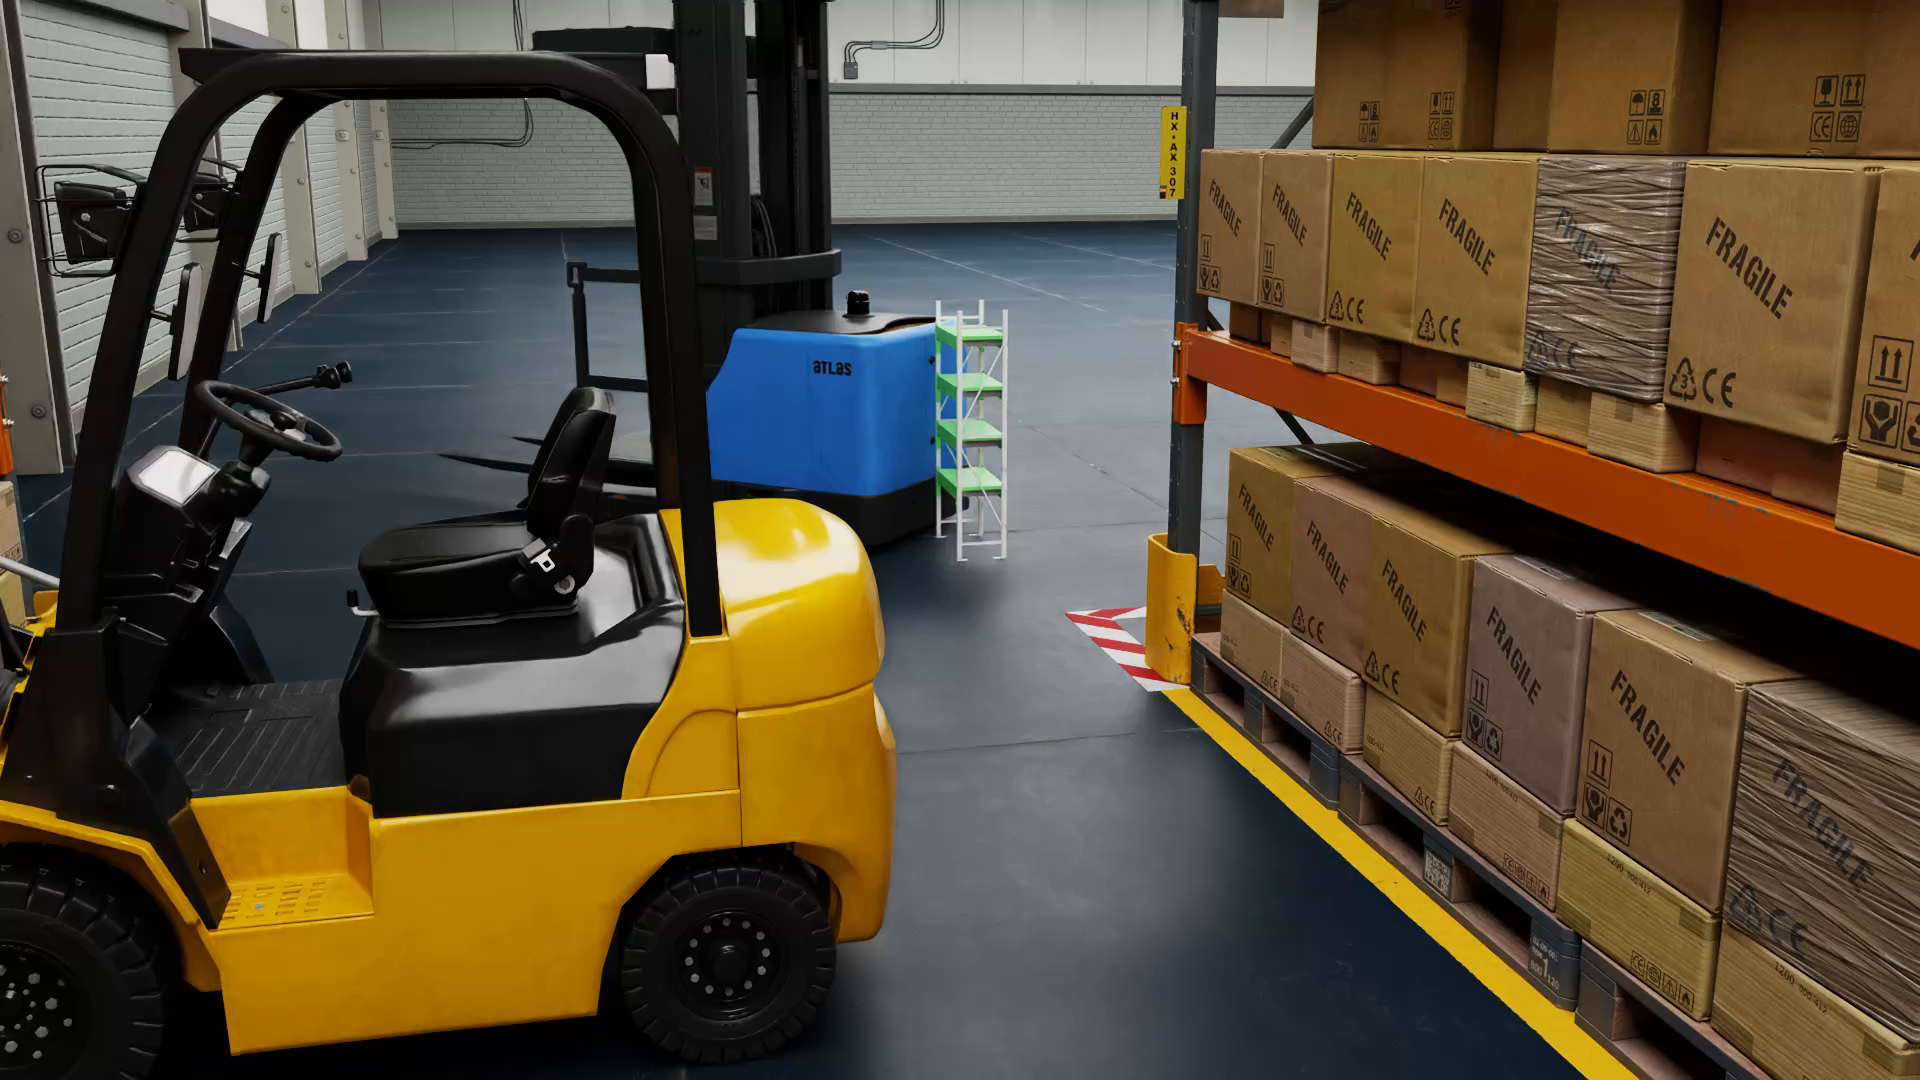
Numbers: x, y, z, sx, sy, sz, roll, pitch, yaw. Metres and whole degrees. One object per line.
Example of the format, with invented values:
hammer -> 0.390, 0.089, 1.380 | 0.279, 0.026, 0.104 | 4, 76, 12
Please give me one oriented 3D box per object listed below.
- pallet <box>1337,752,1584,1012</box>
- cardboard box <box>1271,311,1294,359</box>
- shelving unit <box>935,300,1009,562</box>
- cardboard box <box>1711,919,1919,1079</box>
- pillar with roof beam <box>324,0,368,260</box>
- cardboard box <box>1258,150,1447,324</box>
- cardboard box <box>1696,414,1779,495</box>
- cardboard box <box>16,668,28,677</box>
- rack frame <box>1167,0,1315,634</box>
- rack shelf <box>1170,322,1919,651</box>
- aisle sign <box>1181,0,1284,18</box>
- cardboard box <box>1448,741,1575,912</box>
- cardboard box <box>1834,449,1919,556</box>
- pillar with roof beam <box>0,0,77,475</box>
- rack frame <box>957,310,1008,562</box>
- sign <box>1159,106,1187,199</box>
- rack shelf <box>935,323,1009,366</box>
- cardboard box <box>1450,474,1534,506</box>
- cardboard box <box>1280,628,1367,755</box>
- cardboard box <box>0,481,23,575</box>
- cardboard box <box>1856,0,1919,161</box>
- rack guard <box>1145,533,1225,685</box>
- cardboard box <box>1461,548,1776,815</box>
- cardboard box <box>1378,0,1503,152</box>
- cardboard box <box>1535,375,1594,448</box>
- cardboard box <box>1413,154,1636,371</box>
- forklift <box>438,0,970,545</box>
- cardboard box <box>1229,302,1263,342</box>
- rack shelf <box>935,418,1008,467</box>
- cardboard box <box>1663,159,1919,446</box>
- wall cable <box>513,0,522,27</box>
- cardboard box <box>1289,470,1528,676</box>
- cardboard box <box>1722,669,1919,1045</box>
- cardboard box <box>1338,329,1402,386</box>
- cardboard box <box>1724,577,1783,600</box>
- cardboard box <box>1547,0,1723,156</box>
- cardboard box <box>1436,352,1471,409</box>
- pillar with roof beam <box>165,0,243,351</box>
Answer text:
pallet -> 1.755, 0.839, 4.548 | 1.003, 0.211, 1.213 | -3, 14, -13
cardboard box -> 1.233, -0.668, 5.371 | 0.380, 0.149, 0.250 | -4, 14, -15
shelving unit -> 0.052, -0.543, 8.120 | 0.258, 1.200, 0.503 | -3, 14, -12
cardboard box -> 1.837, 0.930, 3.210 | 0.500, 0.250, 0.500 | -3, 14, -11
pillar with roof beam -> -5.691, -9.206, 27.147 | 9.100, 9.000, 0.400 | -3, 14, -13
cardboard box -> 1.264, -0.952, 5.168 | 0.500, 0.500, 0.500 | -3, 14, -11
cardboard box -> 1.770, -0.196, 3.437 | 0.380, 0.149, 0.250 | -3, 14, -14
cardboard box -> -3.109, 0.497, 4.983 | 0.500, 0.250, 0.500 | -3, 14, -13
rack frame -> 1.297, -1.003, 6.214 | 1.000, 3.000, 0.127 | -3, 14, -13
rack shelf -> 1.767, -0.193, 4.411 | 1.077, 0.370, 4.000 | -3, 14, -13
aisle sign -> 0.982, -2.263, 5.893 | 0.394, 0.787, 0.004 | -3, 14, -13
cardboard box -> 1.587, 0.690, 4.192 | 0.500, 0.250, 0.500 | -3, 14, -12
cardboard box -> 1.800, -0.073, 2.934 | 0.380, 0.149, 0.250 | -3, 14, -12
pillar with roof beam -> -1.464, -5.053, 10.150 | 9.100, 9.000, 0.400 | -3, 14, -13
rack frame -> 0.105, -0.486, 7.889 | 0.240, 1.200, 0.015 | -3, 14, -12
sign -> 0.770, -1.394, 5.987 | 0.100, 0.325, 0.005 | -3, 14, -13
rack shelf -> 0.052, -0.947, 8.022 | 0.258, 0.148, 0.480 | -3, 14, -12
cardboard box -> 1.865, 0.055, 5.212 | 0.500, 0.500, 0.500 | -3, 14, -11
cardboard box -> 1.331, 0.448, 5.182 | 0.500, 0.250, 0.500 | -3, 14, -11
cardboard box -> -3.115, 0.009, 4.872 | 0.500, 0.250, 0.500 | -3, 14, -11
cardboard box -> 2.246, -0.992, 3.223 | 0.700, 0.500, 0.500 | -3, 14, -13
rack guard -> 1.315, 0.228, 6.439 | 1.175, 0.500, 0.348 | -3, 14, -13
cardboard box -> 1.595, 0.330, 4.083 | 0.500, 0.500, 0.500 | -3, 14, -10
cardboard box -> 1.741, -1.459, 5.136 | 0.700, 0.500, 0.500 | -3, 14, -13
cardboard box -> 1.592, -0.311, 3.907 | 0.380, 0.149, 0.250 | -4, 14, -14
cardboard box -> 1.512, -0.718, 4.208 | 0.500, 0.500, 0.500 | -4, 14, -14
forklift -> -1.494, -1.598, 8.792 | 3.031, 2.935, 1.130 | 7, 16, 27
cardboard box -> 1.176, -0.791, 5.875 | 0.380, 0.149, 0.250 | -3, 14, -13
rack shelf -> 0.052, -0.481, 8.136 | 0.258, 0.148, 0.480 | -3, 14, -12
cardboard box -> 1.763, -0.481, 3.237 | 0.500, 0.500, 0.500 | -3, 14, -11
wall cable -> -8.062, -12.199, 35.300 | 3.097, 2.526, 0.112 | -3, 14, -13
cardboard box -> 1.351, 0.091, 5.061 | 0.500, 0.500, 0.500 | -4, 14, -15
cardboard box -> 1.837, 0.565, 3.122 | 0.500, 0.500, 0.500 | -3, 14, -14
cardboard box -> 1.341, -0.549, 4.885 | 0.380, 0.149, 0.250 | -3, 14, -12
cardboard box -> 2.103, 0.293, 4.236 | 0.500, 0.500, 0.500 | -3, 14, -10
cardboard box -> 1.943, -1.225, 4.175 | 0.700, 0.500, 0.500 | -3, 14, -14
cardboard box -> 1.494, -0.429, 4.393 | 0.380, 0.149, 0.250 | -4, 14, -15
pillar with roof beam -> -2.873, -6.438, 15.816 | 9.100, 9.000, 0.400 | -3, 14, -13
